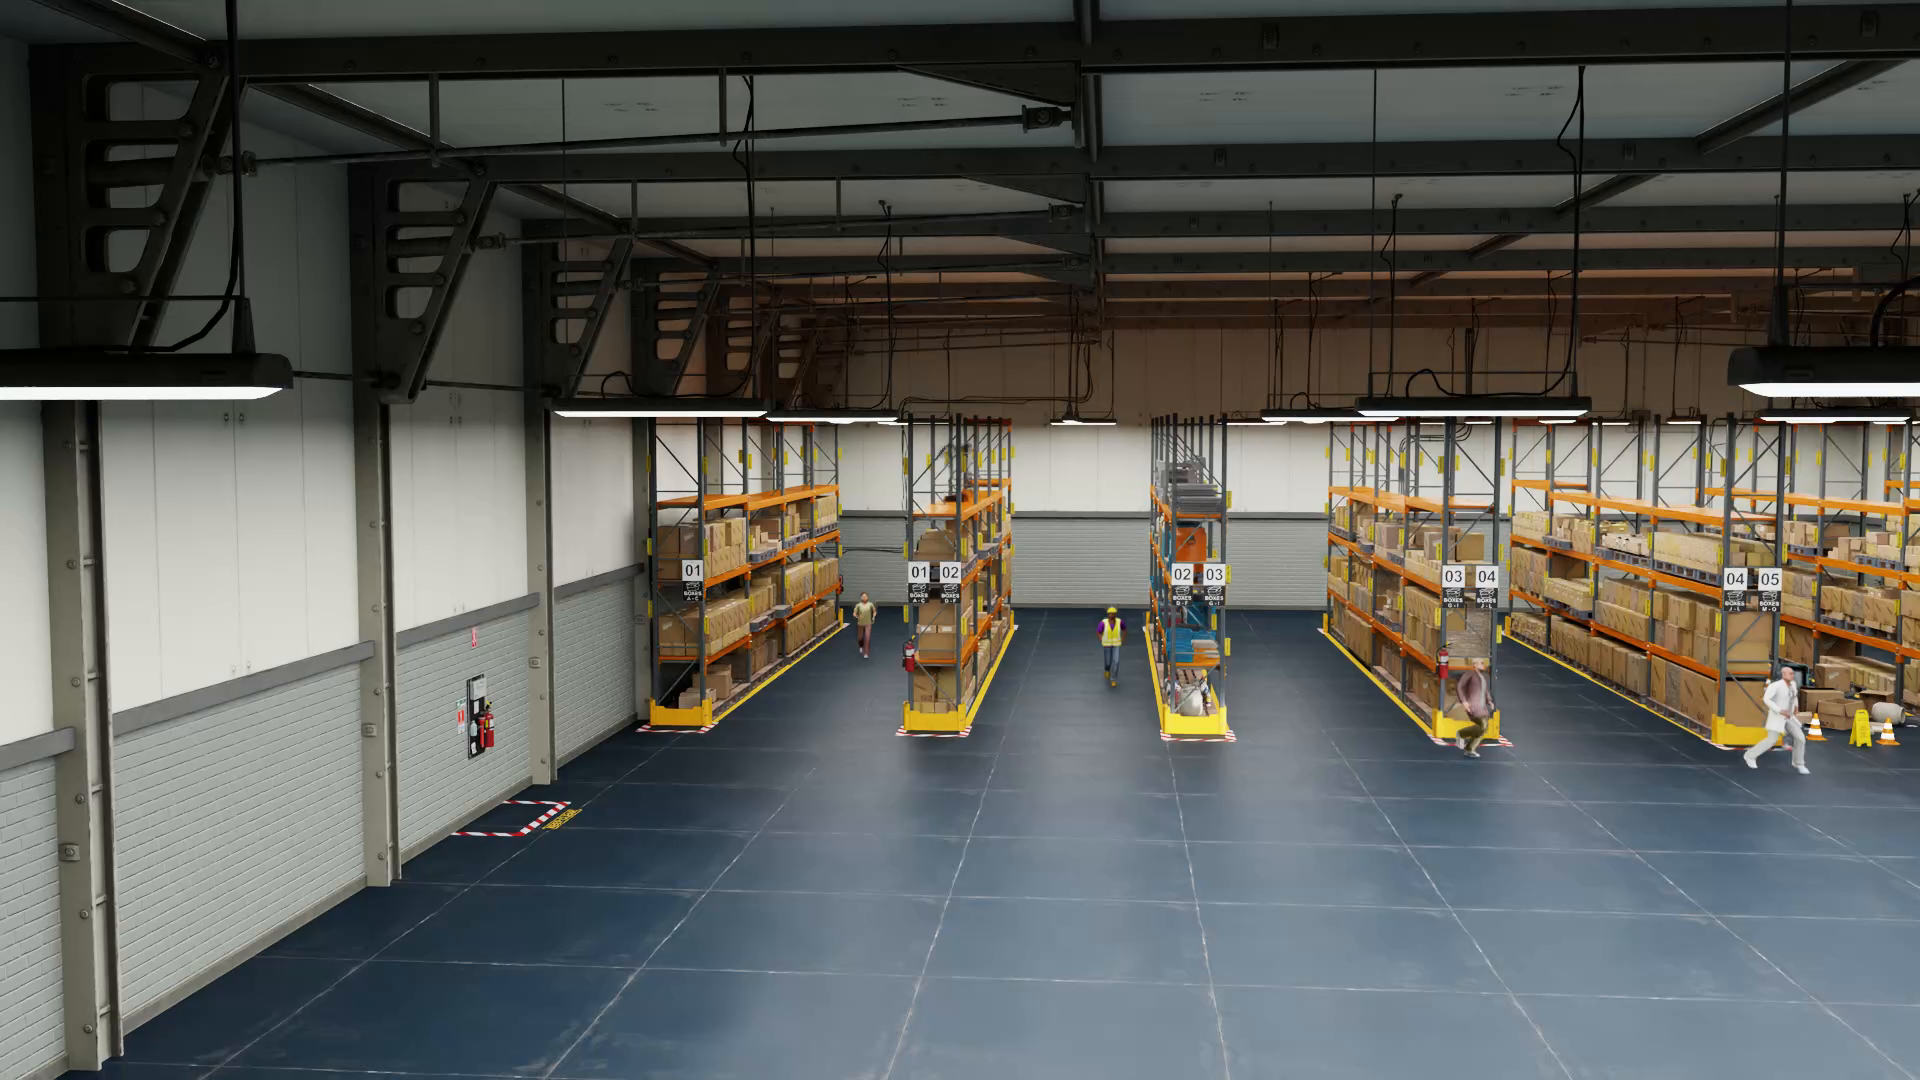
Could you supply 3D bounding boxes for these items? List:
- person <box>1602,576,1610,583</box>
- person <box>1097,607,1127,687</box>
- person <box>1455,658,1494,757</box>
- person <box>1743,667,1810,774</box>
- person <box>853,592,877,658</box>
[{"bbox_3d":[17.526,1.834,45.072,0.543,1.697,0.909,-2,4,-23],"label":"person"},{"bbox_3d":[3.387,2.354,37.108,0.686,1.744,0.899,0,4,1],"label":"person"},{"bbox_3d":[9.068,2.916,29.063,0.737,1.696,0.516,-3,5,-39],"label":"person"},{"bbox_3d":[13.680,2.998,27.752,0.937,1.778,0.832,-2,4,-27],"label":"person"},{"bbox_3d":[-2.366,2.115,41.506,0.588,1.628,0.758,0,4,-3],"label":"person"}]
